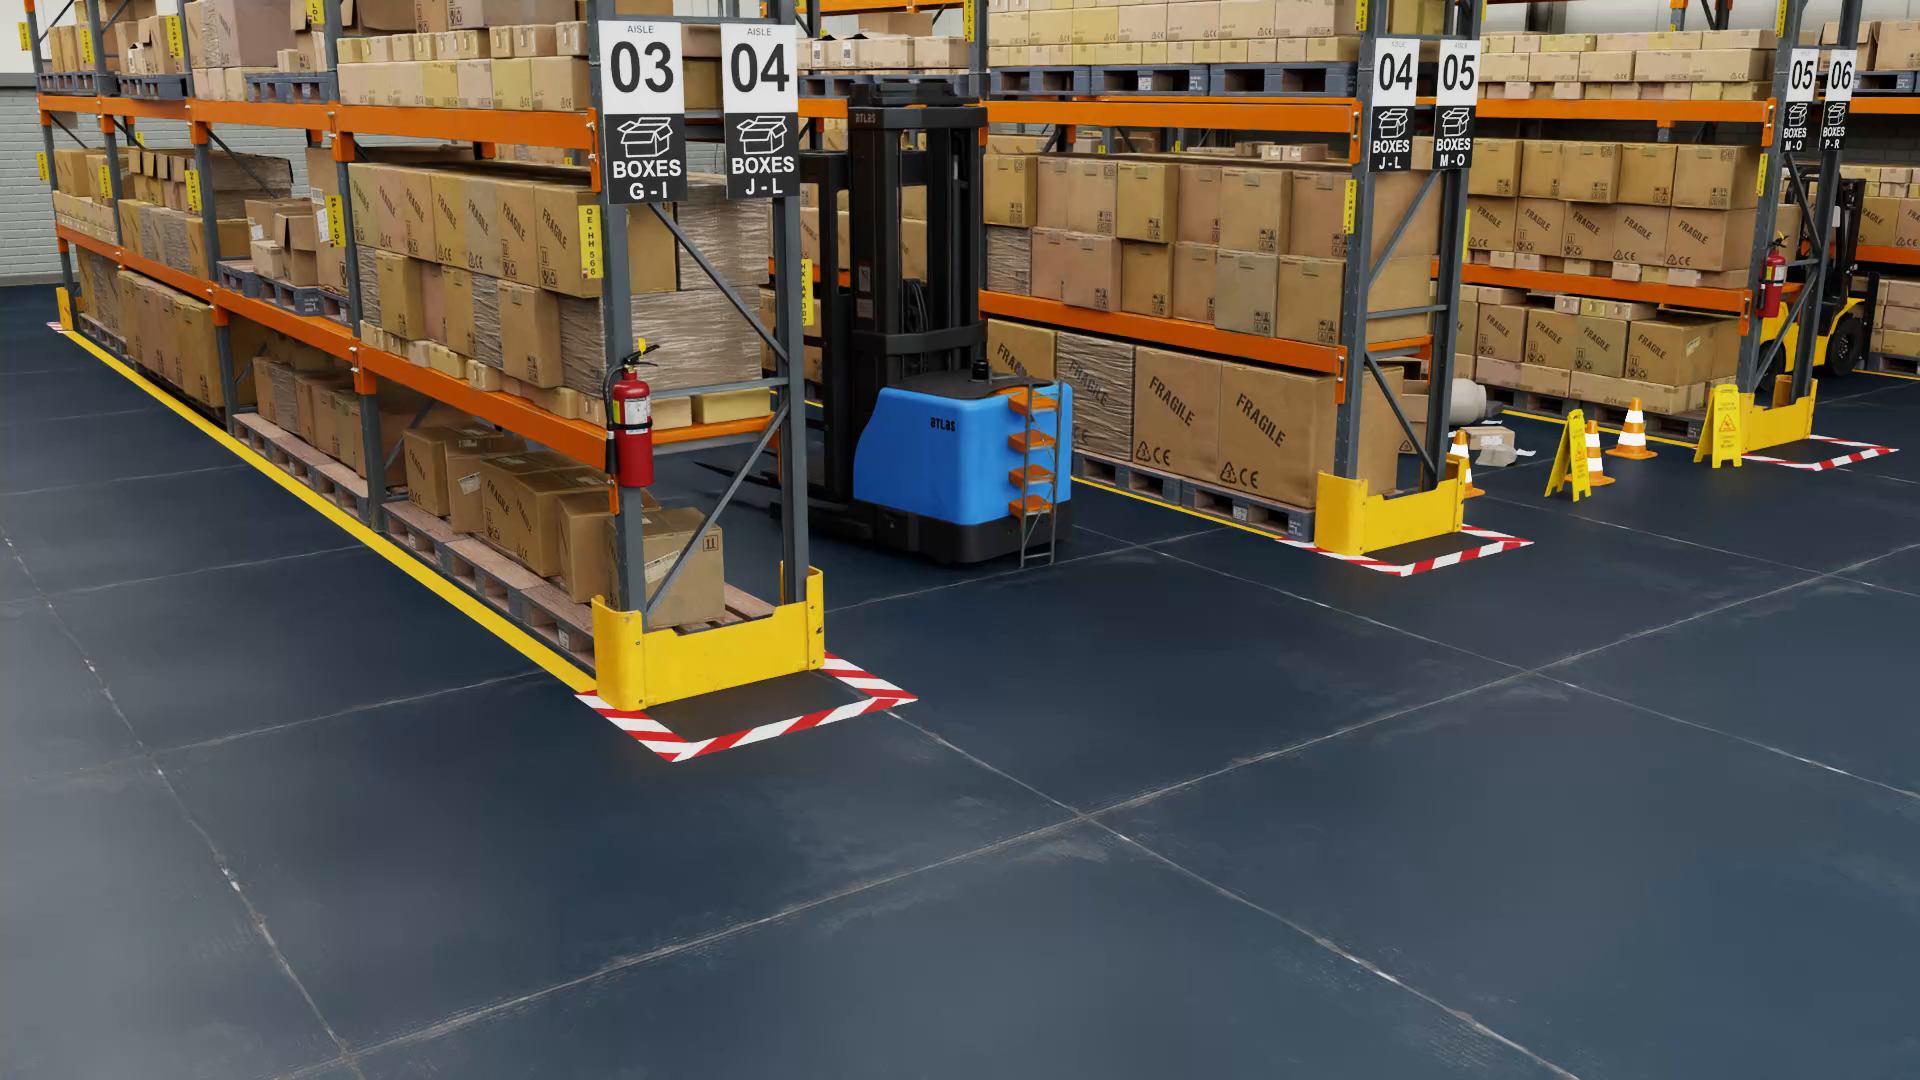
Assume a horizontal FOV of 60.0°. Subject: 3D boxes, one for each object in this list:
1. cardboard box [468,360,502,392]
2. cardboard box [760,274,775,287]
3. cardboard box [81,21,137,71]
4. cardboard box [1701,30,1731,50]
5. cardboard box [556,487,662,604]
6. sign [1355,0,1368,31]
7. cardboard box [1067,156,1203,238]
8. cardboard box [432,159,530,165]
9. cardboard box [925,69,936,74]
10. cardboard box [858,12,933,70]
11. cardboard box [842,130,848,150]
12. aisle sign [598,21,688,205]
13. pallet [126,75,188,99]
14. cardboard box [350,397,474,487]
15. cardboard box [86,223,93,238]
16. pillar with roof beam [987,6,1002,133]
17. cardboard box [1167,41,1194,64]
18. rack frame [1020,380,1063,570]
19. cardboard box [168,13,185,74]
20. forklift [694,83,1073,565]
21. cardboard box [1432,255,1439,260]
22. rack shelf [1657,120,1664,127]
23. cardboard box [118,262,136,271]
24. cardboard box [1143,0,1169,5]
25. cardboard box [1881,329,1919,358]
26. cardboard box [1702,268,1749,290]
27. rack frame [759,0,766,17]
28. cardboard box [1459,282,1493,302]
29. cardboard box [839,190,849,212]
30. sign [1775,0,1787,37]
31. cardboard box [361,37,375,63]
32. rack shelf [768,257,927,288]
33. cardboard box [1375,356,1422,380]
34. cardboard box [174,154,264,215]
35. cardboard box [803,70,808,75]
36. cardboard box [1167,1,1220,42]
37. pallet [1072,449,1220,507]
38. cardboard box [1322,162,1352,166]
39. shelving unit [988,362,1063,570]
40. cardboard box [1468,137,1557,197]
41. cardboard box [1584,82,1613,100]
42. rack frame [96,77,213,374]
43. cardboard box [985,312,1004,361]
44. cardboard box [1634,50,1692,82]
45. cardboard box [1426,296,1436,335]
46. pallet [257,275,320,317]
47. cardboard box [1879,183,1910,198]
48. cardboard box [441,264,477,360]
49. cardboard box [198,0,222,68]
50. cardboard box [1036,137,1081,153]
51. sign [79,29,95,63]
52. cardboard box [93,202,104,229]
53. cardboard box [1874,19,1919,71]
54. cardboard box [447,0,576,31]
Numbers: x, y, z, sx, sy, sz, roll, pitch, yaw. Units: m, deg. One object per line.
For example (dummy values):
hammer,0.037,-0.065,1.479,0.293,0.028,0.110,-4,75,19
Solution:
cardboard box,-2.512,-0.933,9.279,0.380,0.149,0.250,-11,19,-35
cardboard box,-2.053,-2.721,17.856,0.500,0.250,0.500,-12,19,-37
cardboard box,-8.775,-5.187,17.490,0.700,0.500,0.500,-12,20,-38
cardboard box,6.247,-4.057,13.501,0.380,0.149,0.250,-10,18,-34
cardboard box,-1.944,0.024,9.248,0.500,0.500,0.500,-6,16,-20
sign,2.413,-3.224,9.964,0.100,0.325,0.005,-11,19,-35
cardboard box,1.321,-2.597,12.552,0.875,0.550,0.550,-11,19,-35
cardboard box,-3.076,-2.196,10.771,0.500,0.500,0.500,-11,19,-35
cardboard box,-0.240,-6.245,21.989,0.396,0.266,0.258,-11,19,-35
cardboard box,-0.595,-4.596,15.330,0.500,0.500,0.500,-11,19,-35
cardboard box,-1.350,-5.627,23.870,0.500,0.500,0.500,-11,19,-34
aisle sign,-1.417,-1.915,7.468,0.394,0.787,0.004,-11,19,-35
pallet,-6.996,-4.153,15.243,1.003,0.211,1.213,-10,18,-32
cardboard box,-3.906,-0.716,11.913,0.700,0.500,0.500,-13,20,-39
cardboard box,-9.467,-3.451,18.479,0.380,0.149,0.250,-11,19,-35
pillar with roof beam,-2.928,-9.388,28.332,9.100,9.000,0.400,-11,19,-35
cardboard box,1.644,-3.336,11.391,0.380,0.149,0.250,-11,19,-34
rack frame,0.501,-0.390,10.260,0.240,1.200,0.015,-9,22,-27
cardboard box,-6.332,-4.248,14.241,0.797,0.503,0.637,-10,18,-31
forklift,-0.666,-1.568,11.252,3.031,2.935,1.130,14,21,42
cardboard box,4.750,-2.778,16.018,0.380,0.149,0.250,-11,19,-35
rack shelf,7.290,-5.412,20.847,1.077,0.370,4.000,-11,19,-35
cardboard box,-8.590,-2.615,18.177,0.875,0.875,0.875,-11,19,-35
cardboard box,1.491,-3.776,11.487,0.380,0.149,0.250,-11,19,-34
cardboard box,10.001,-2.066,17.356,0.500,0.250,0.500,-11,19,-35
cardboard box,6.412,-2.185,13.853,0.380,0.149,0.250,-10,18,-33
rack frame,-2.603,-8.570,25.341,1.000,3.000,0.127,-11,19,-35
cardboard box,4.910,-2.351,15.748,0.380,0.149,0.250,-10,18,-32
cardboard box,-0.685,-3.285,15.312,0.700,0.500,0.500,-11,19,-35
sign,6.344,-4.051,12.837,0.100,0.325,0.005,-11,19,-35
cardboard box,-3.409,-2.979,10.124,0.380,0.149,0.250,-12,19,-37
rack shelf,-0.667,-2.404,15.539,1.077,0.370,4.000,-11,19,-35
cardboard box,3.983,-1.469,15.492,0.500,0.500,0.500,1,15,4
cardboard box,-6.712,-3.260,15.215,0.797,0.503,0.637,-10,18,-33
cardboard box,-2.149,-6.984,24.722,0.380,0.149,0.250,-10,18,-33
cardboard box,1.759,-3.514,11.286,0.500,0.250,0.500,-11,19,-35
pallet,1.614,-0.543,12.662,1.003,0.211,1.213,-11,19,-35
cardboard box,3.996,-3.571,16.893,0.500,0.500,0.500,-11,19,-36
shelving unit,0.383,-0.465,10.460,0.258,1.200,0.503,-9,22,-27
cardboard box,5.092,-3.436,15.302,0.700,0.500,0.500,-11,19,-36
cardboard box,5.639,-3.896,14.421,0.380,0.149,0.250,-11,19,-36
rack frame,-8.267,-3.284,17.392,1.000,3.000,0.127,-11,19,-35
cardboard box,0.071,-1.560,14.559,1.050,0.750,0.750,-11,19,-35
cardboard box,6.002,-3.955,13.881,0.500,0.250,0.500,-11,19,-35
cardboard box,4.582,-2.184,16.365,0.500,0.500,0.500,-10,18,-32
pallet,-4.718,-1.921,12.775,1.003,0.211,1.213,-11,19,-35
cardboard box,9.778,-3.642,17.281,0.380,0.149,0.250,-12,19,-36
cardboard box,-2.447,-1.345,9.555,0.875,0.500,0.500,-11,19,-35
cardboard box,-5.551,-3.917,12.885,0.500,0.500,0.500,-11,19,-34
cardboard box,1.277,-4.676,20.396,0.500,0.500,0.500,-10,18,-34
sign,-8.715,-4.932,16.601,0.100,0.325,0.005,-11,19,-35
cardboard box,-9.045,-3.519,17.970,0.500,0.250,0.500,-10,18,-33
cardboard box,9.839,-5.067,17.052,0.700,0.500,0.500,-11,19,-34
cardboard box,-2.327,-2.893,8.581,0.500,0.500,0.500,-11,19,-35
